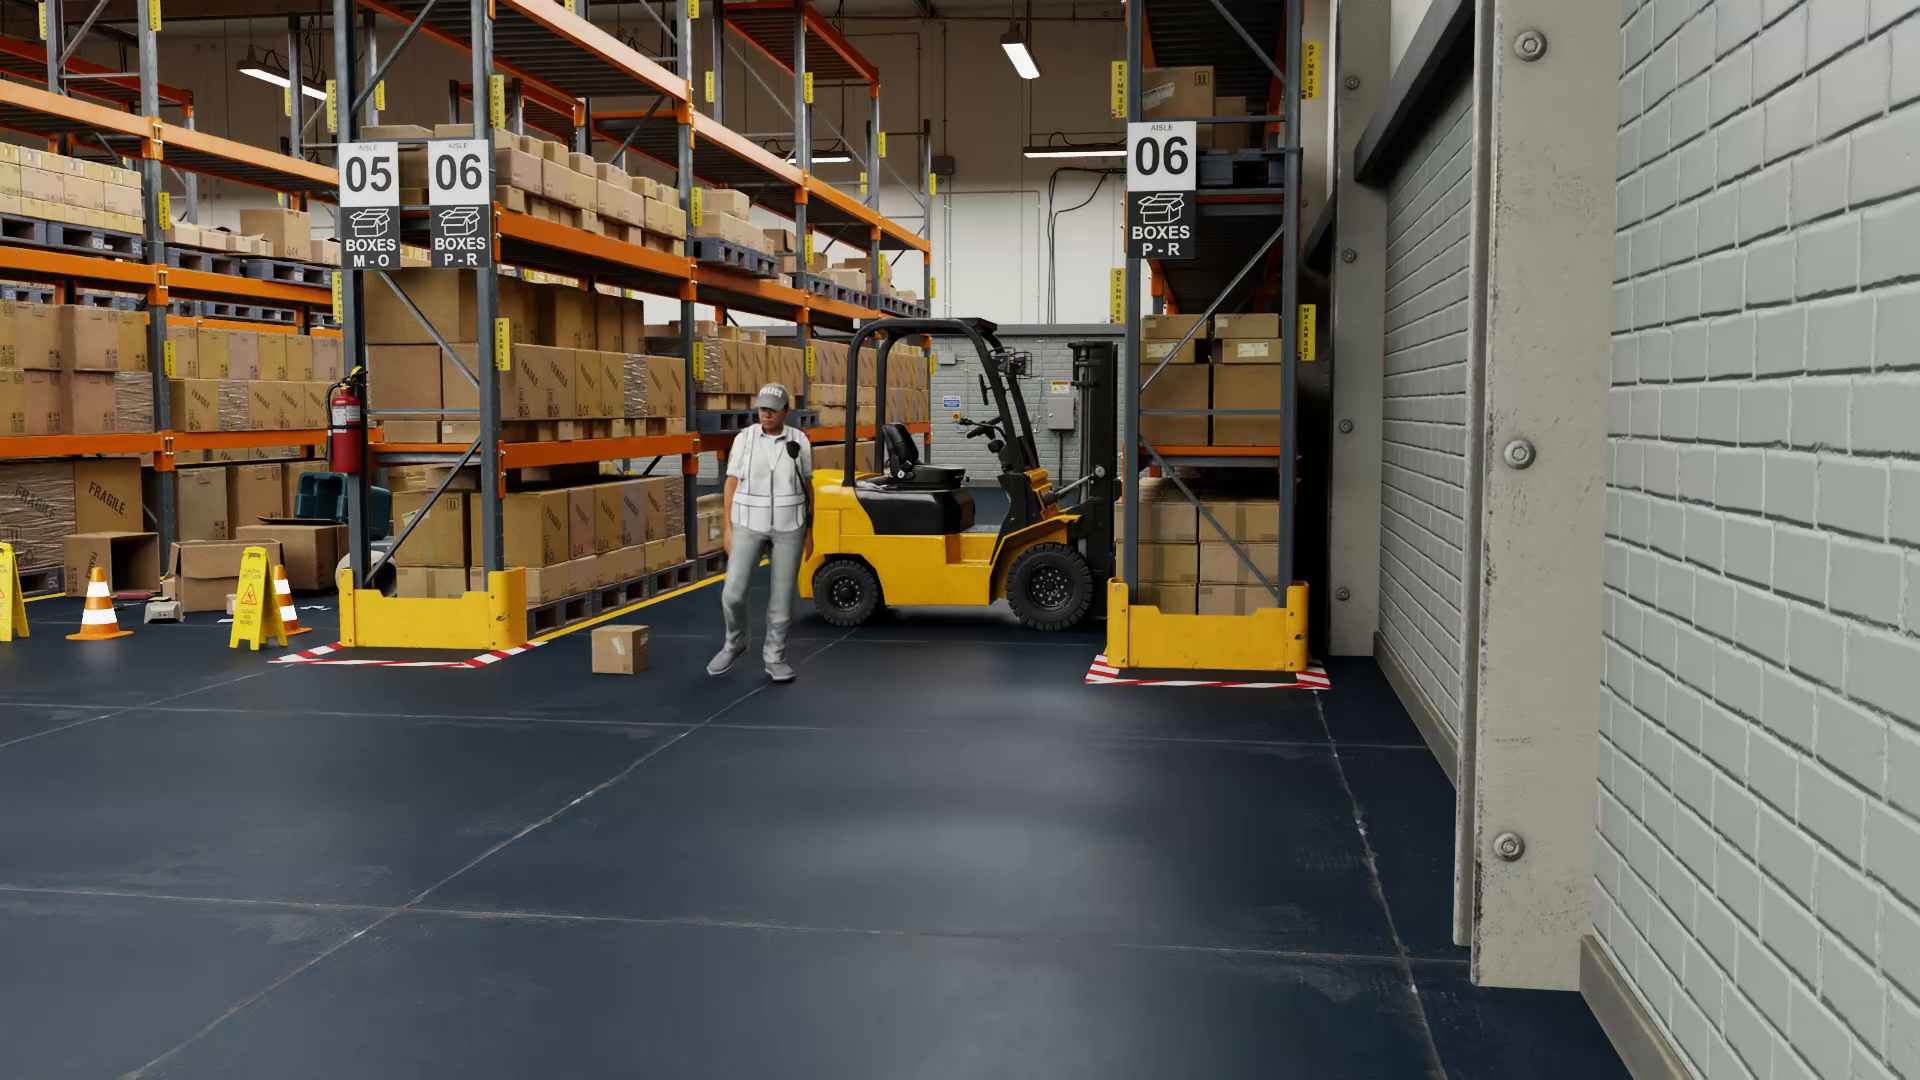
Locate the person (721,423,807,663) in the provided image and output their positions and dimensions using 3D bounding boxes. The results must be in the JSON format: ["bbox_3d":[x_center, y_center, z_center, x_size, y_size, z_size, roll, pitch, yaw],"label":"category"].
[{"bbox_3d":[-1.092,0.027,9.247,0.487,1.354,0.435,-1,5,-12],"label":"person"}]
